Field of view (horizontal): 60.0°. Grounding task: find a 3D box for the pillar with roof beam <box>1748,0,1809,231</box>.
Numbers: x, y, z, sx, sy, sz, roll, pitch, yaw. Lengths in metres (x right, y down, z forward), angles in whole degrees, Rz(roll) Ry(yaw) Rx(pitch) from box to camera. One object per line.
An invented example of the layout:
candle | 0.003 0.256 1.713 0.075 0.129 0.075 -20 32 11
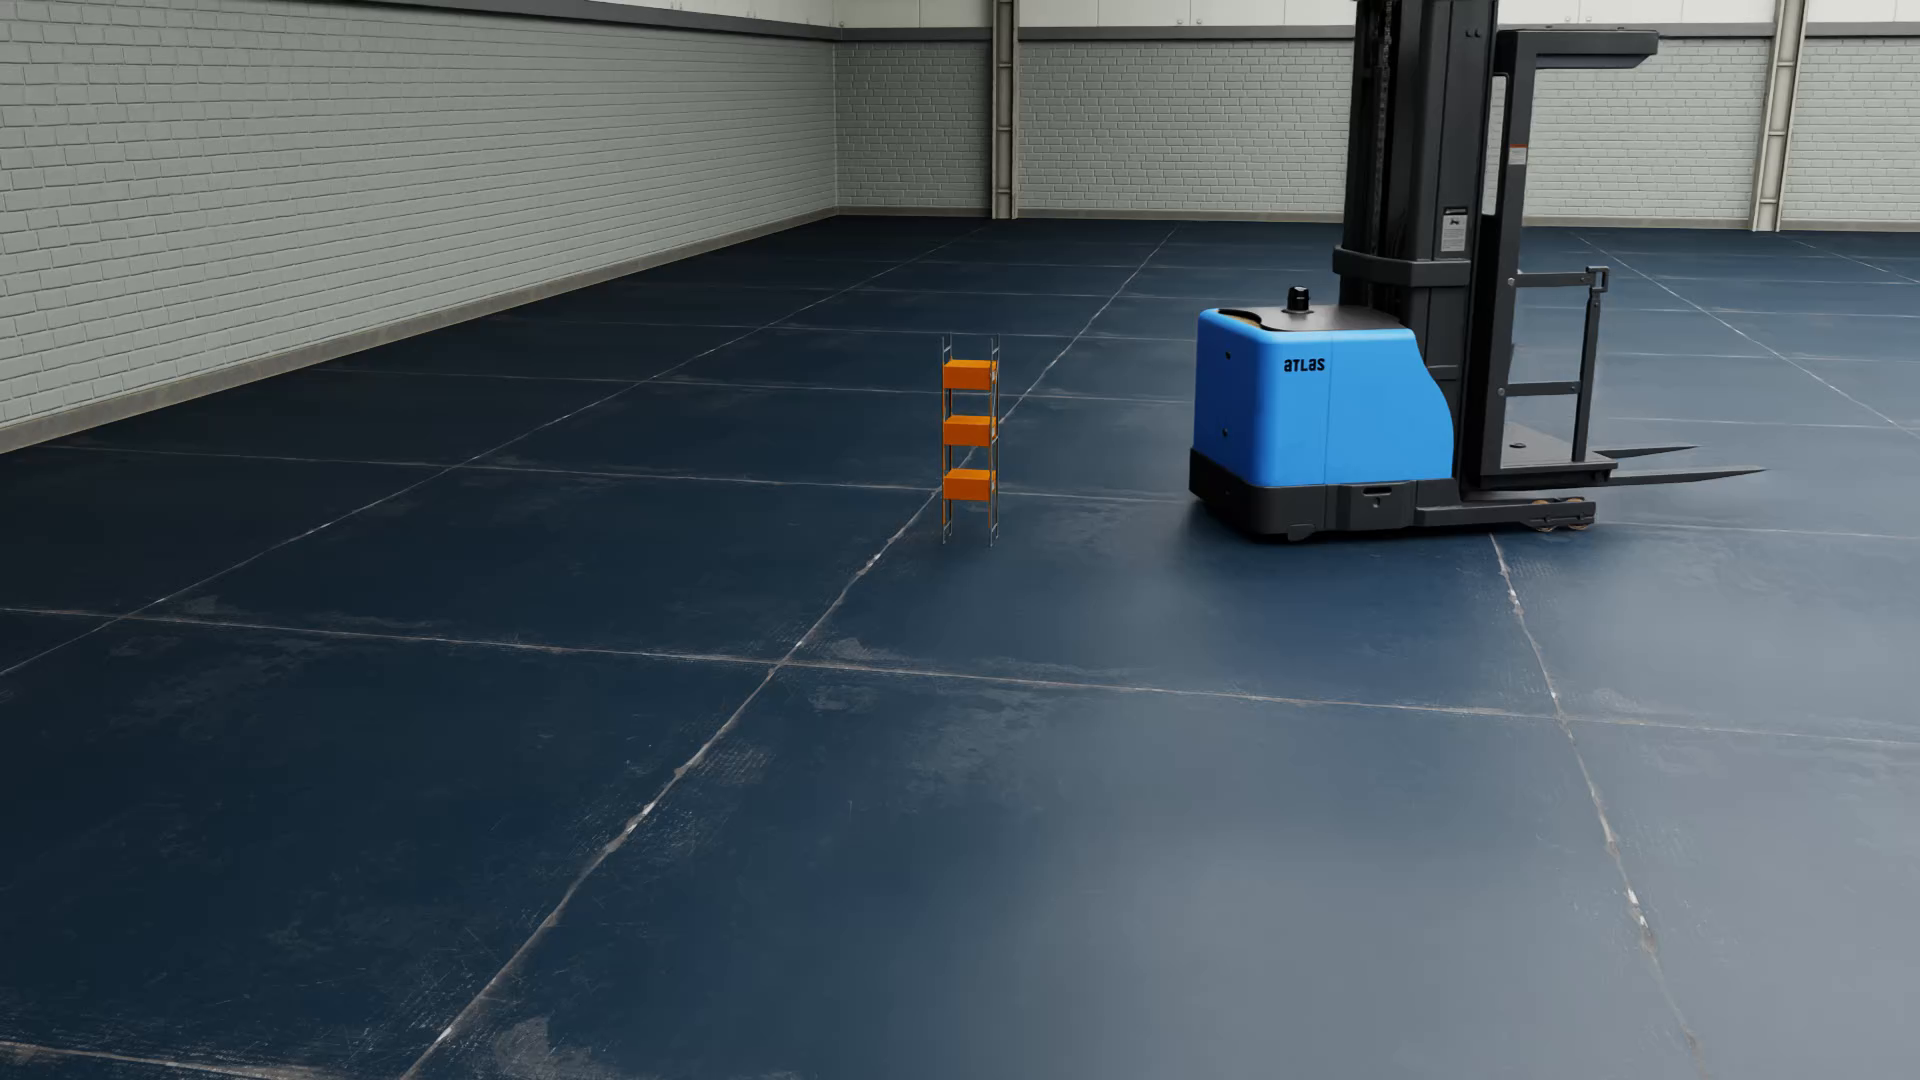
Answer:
pillar with roof beam | 11.662 -8.037 20.650 0.400 9.000 9.100 3 16 11

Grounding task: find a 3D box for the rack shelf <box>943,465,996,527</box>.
rack shelf | 0.052 -0.225 8.419 0.240 0.259 0.215 3 16 11

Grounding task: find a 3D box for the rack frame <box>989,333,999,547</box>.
rack frame | 0.172 -0.497 8.318 0.008 1.050 0.200 3 16 11

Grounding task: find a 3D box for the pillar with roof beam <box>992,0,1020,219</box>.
pillar with roof beam | -0.097 -8.676 22.955 0.400 9.000 9.100 3 16 11

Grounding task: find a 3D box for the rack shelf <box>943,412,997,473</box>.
rack shelf | 0.052 -0.493 8.344 0.240 0.259 0.215 3 16 11

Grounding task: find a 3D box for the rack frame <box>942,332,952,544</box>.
rack frame | -0.067 -0.510 8.365 0.008 1.050 0.200 3 16 11

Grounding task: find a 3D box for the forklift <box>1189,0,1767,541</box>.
forklift | 2.840 -1.586 8.729 3.031 2.935 1.130 -3 16 -11

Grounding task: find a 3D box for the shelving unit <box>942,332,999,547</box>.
shelving unit | 0.052 -0.503 8.342 0.252 1.050 0.215 3 16 11

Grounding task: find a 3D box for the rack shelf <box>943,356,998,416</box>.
rack shelf | 0.052 -0.766 8.269 0.240 0.259 0.215 3 16 11
